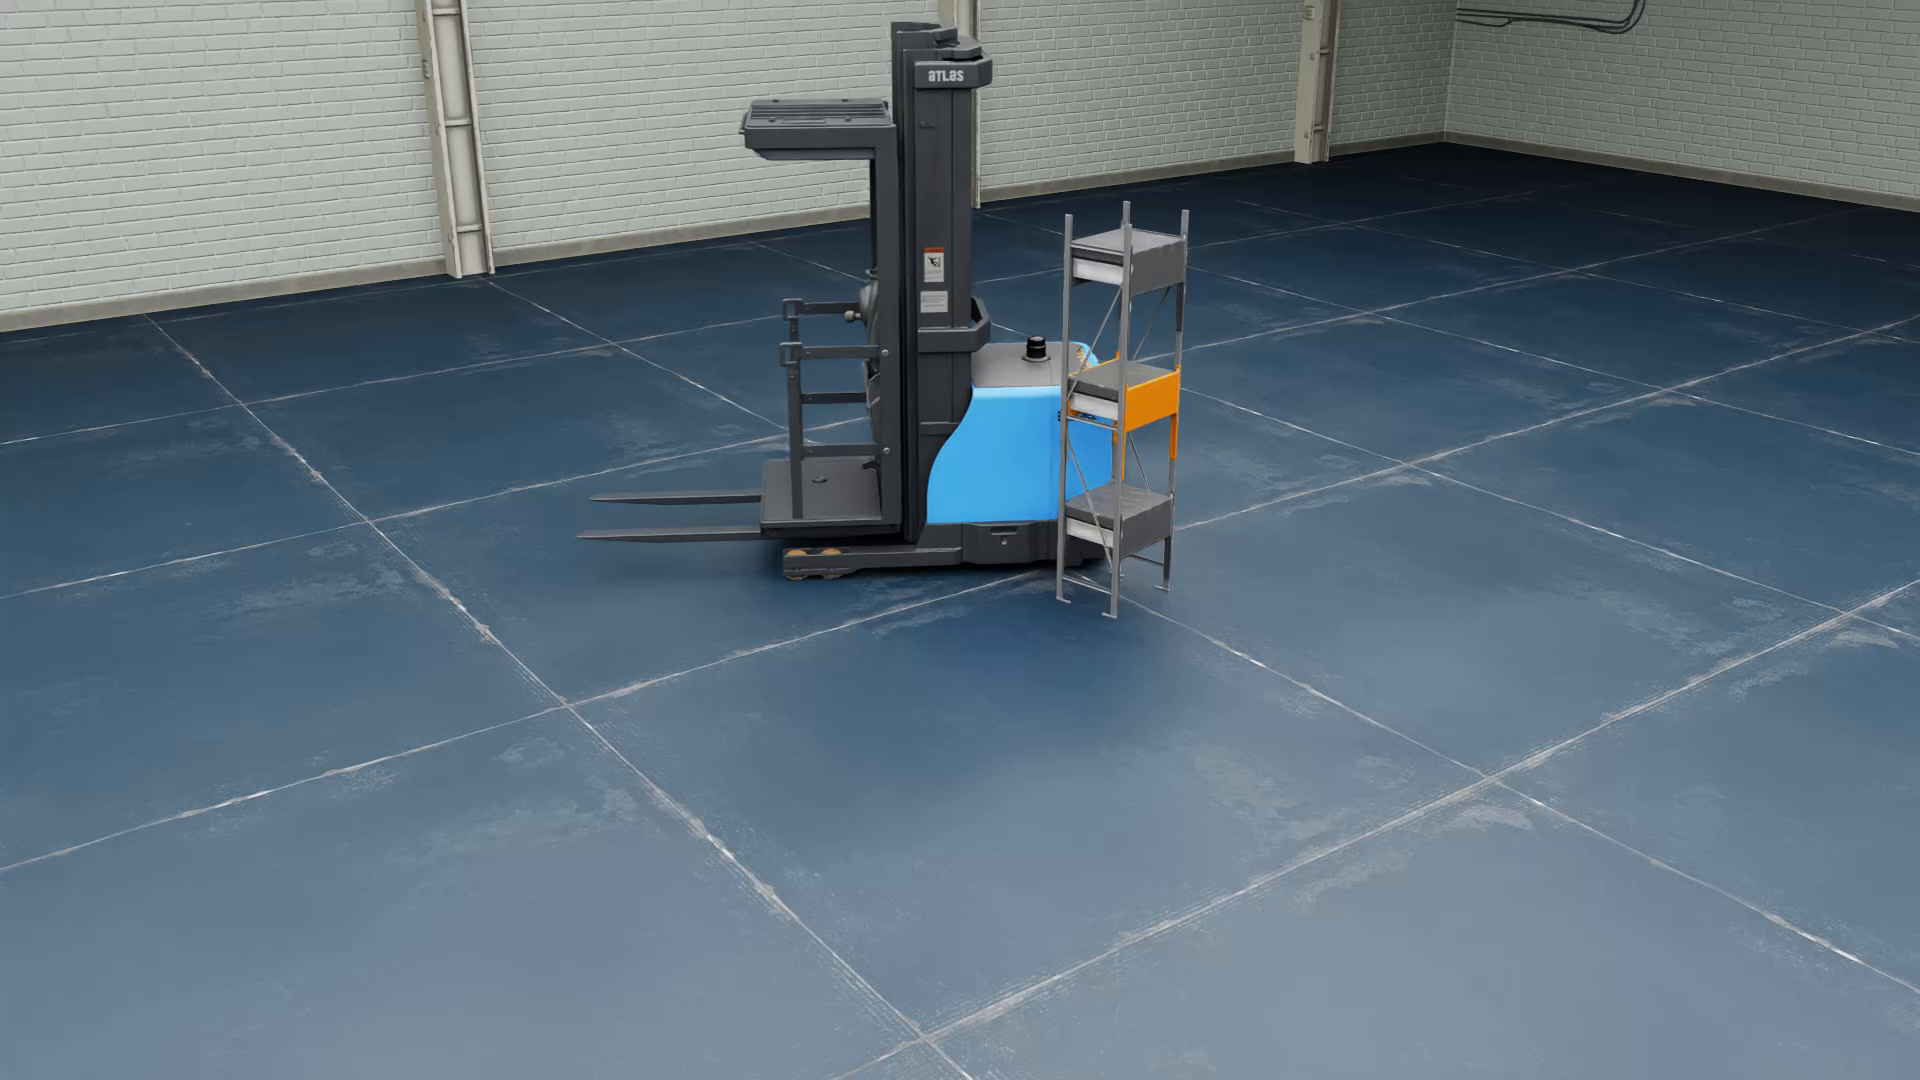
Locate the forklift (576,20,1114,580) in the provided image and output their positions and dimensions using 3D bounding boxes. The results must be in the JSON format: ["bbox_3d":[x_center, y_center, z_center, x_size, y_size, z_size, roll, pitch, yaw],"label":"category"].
[{"bbox_3d":[-0.677,-1.340,9.301,3.031,2.935,1.130,-2,22,-4],"label":"forklift"}]

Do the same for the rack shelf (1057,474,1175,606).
[{"bbox_3d":[0.842,-0.007,9.007,0.431,0.518,0.480,18,28,38],"label":"rack shelf"}]

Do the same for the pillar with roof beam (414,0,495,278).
[{"bbox_3d":[-2.362,-5.546,11.653,0.400,9.000,9.100,-15,26,-33],"label":"pillar with roof beam"}]

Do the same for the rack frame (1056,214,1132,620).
[{"bbox_3d":[0.680,-0.602,8.572,0.400,2.100,0.015,18,28,38],"label":"rack frame"}]

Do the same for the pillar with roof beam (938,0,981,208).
[{"bbox_3d":[2.509,-6.845,14.908,0.400,9.000,9.100,-15,26,-33],"label":"pillar with roof beam"}]

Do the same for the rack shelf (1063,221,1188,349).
[{"bbox_3d":[0.842,-1.307,8.488,0.431,0.518,0.480,18,28,38],"label":"rack shelf"}]

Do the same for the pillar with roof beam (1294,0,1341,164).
[{"bbox_3d":[7.379,-8.143,18.162,0.400,9.000,9.100,-15,26,-33],"label":"pillar with roof beam"}]

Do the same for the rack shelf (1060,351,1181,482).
[{"bbox_3d":[0.842,-0.657,8.747,0.431,0.518,0.480,18,28,38],"label":"rack shelf"}]

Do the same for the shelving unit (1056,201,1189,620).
[{"bbox_3d":[0.842,-0.670,8.742,0.431,2.100,0.503,18,28,38],"label":"shelving unit"}]

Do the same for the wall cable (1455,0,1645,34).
[{"bbox_3d":[8.029,-8.236,22.585,0.112,2.526,3.097,-15,26,-33],"label":"wall cable"}]

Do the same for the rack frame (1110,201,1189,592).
[{"bbox_3d":[1.003,-0.738,8.912,0.400,2.100,0.015,18,28,38],"label":"rack frame"}]
